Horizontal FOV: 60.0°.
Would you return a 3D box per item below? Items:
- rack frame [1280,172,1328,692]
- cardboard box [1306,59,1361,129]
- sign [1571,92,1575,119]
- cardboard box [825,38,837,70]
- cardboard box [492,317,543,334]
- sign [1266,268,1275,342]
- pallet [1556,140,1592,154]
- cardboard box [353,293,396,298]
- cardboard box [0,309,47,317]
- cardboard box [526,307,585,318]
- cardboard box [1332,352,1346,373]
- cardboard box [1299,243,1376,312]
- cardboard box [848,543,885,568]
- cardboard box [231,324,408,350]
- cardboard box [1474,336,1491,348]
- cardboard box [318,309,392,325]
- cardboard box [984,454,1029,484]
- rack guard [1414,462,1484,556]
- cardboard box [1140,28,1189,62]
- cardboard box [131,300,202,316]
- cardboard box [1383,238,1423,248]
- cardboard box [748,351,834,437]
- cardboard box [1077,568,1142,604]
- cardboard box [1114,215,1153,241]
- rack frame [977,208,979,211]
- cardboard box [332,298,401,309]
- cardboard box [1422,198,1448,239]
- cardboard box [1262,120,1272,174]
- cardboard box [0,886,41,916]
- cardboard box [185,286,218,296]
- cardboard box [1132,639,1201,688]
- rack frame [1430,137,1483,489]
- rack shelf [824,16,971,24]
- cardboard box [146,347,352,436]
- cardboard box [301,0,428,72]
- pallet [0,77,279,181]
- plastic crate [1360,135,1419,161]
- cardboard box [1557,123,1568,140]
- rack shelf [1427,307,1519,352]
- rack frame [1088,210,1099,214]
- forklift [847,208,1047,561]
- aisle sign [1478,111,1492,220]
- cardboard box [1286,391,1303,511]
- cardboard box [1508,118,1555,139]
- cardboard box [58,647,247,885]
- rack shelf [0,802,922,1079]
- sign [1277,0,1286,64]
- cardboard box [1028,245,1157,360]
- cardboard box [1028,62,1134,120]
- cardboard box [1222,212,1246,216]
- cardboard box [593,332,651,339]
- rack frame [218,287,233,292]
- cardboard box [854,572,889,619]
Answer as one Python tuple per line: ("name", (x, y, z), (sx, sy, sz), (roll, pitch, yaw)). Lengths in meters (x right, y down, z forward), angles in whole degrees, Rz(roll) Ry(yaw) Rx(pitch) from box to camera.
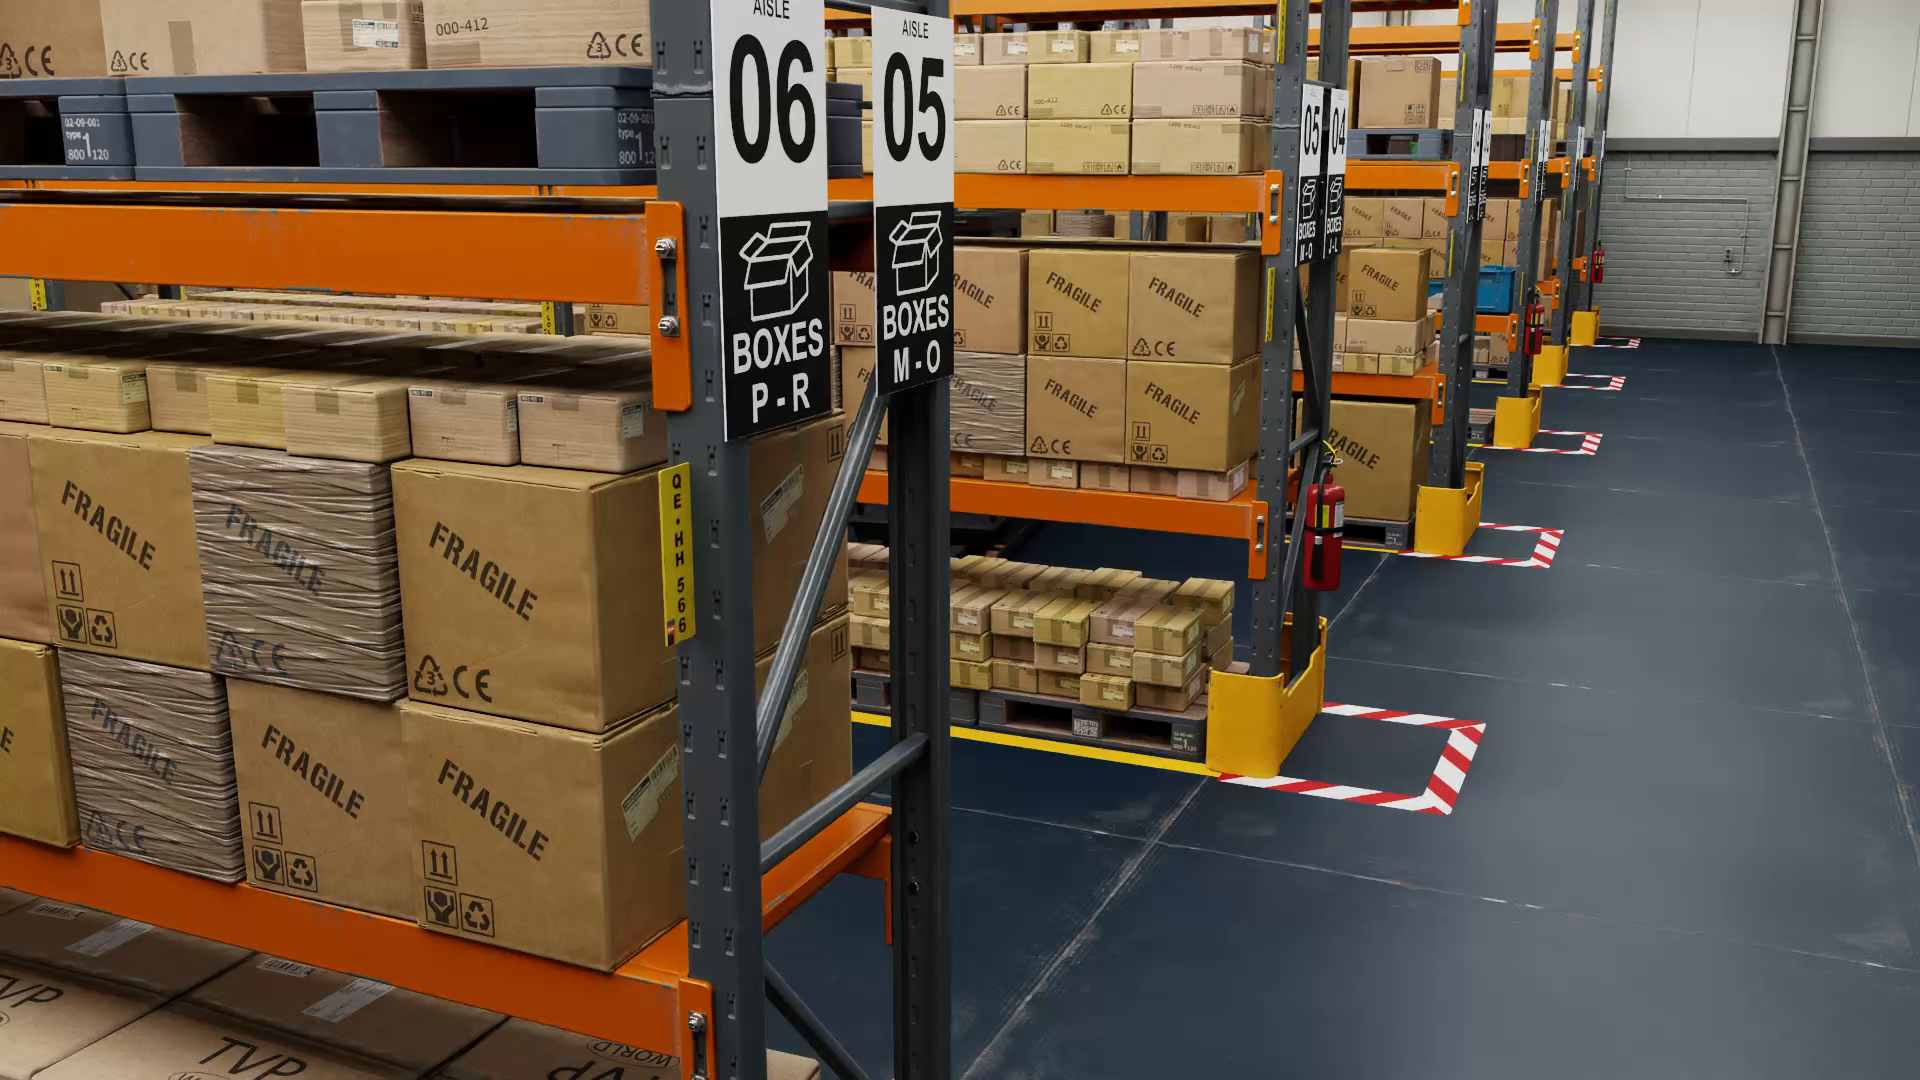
("rack frame", (1.635, -0.450, 8.108), (0.053, 2.616, 0.949), (6, 14, 23))
("cardboard box", (2.772, -3.353, 12.553), (0.500, 0.500, 0.700), (5, 14, 21))
("sign", (7.508, -5.322, 20.367), (0.005, 0.325, 0.100), (6, 14, 23))
("cardboard box", (-0.673, -2.435, 8.363), (0.250, 0.149, 0.380), (7, 15, 26))
("cardboard box", (-2.470, -1.188, 9.580), (0.250, 0.149, 0.380), (7, 15, 26))
("sign", (1.391, -1.053, 7.451), (0.005, 0.325, 0.100), (6, 14, 23))
("pallet", (9.071, -6.064, 25.658), (1.213, 0.211, 1.003), (6, 14, 23))
("cardboard box", (-5.614, -2.700, 16.551), (0.637, 0.503, 0.797), (7, 15, 29))
("cardboard box", (-2.866, -0.574, 4.807), (0.250, 0.149, 0.380), (6, 14, 23))
("cardboard box", (-2.455, -1.349, 10.264), (0.250, 0.149, 0.380), (6, 15, 25))
("cardboard box", (2.808, -1.365, 12.558), (0.250, 0.149, 0.380), (6, 14, 23))
("cardboard box", (2.948, -2.060, 13.005), (0.500, 0.500, 0.500), (5, 14, 22))
("cardboard box", (-0.622, 0.136, 9.630), (0.250, 0.149, 0.380), (5, 14, 21))
("cardboard box", (-1.672, -0.471, 4.371), (0.250, 0.149, 0.380), (6, 14, 24))
("cardboard box", (6.912, -2.576, 22.225), (0.500, 0.250, 0.500), (6, 14, 23))
("cardboard box", (-3.661, -1.309, 10.094), (0.250, 0.149, 0.380), (5, 14, 21))
("cardboard box", (0.302, -0.399, 8.438), (0.250, 0.149, 0.380), (5, 14, 21))
("rack guard", (3.757, -0.257, 12.756), (0.348, 0.500, 1.175), (6, 14, 23))
("cardboard box", (1.016, -2.283, 7.712), (0.250, 0.149, 0.380), (6, 14, 24))
("cardboard box", (-5.090, -1.454, 10.714), (0.250, 0.149, 0.380), (5, 14, 22))
("cardboard box", (5.841, -3.720, 21.821), (0.500, 0.500, 0.500), (6, 14, 22))
("cardboard box", (-0.491, -0.348, 3.846), (0.250, 0.149, 0.380), (6, 15, 24))
("cardboard box", (0.813, 0.274, 9.039), (0.250, 0.149, 0.380), (6, 14, 23))
("cardboard box", (2.453, -4.319, 23.456), (0.500, 0.500, 0.700), (2, 13, 9))
("rack frame", (0.437, -4.285, 24.451), (0.127, 3.000, 1.000), (6, 14, 23))
("cardboard box", (-3.866, -1.492, 10.875), (0.250, 0.149, 0.380), (7, 15, 26))
("cardboard box", (6.294, -4.158, 21.500), (0.500, 0.500, 0.500), (6, 15, 25))
("cardboard box", (1.327, -1.932, 8.184), (0.500, 0.250, 0.500), (6, 15, 25))
("cardboard box", (-3.406, 1.347, 5.138), (0.875, 0.438, 0.875), (6, 14, 22))
("cardboard box", (-7.623, -2.835, 17.399), (0.500, 0.500, 0.875), (6, 14, 23))
("cardboard box", (1.035, 0.600, 8.303), (0.250, 0.149, 0.380), (5, 14, 22))
("rack frame", (3.735, -1.476, 12.480), (0.127, 3.000, 1.000), (6, 14, 23))
("rack shelf", (1.268, -6.965, 20.687), (3.809, 1.986, 15.735), (6, 14, 23))
("cardboard box", (-1.624, -0.345, 3.830), (0.250, 0.149, 0.380), (6, 14, 23))
("cardboard box", (-1.143, -1.043, 3.477), (0.250, 0.149, 0.380), (5, 14, 19))
("pallet", (-2.081, -1.003, 4.090), (1.213, 0.211, 1.003), (6, 14, 23))
("plastic crate", (4.456, -4.140, 17.401), (0.767, 0.338, 0.504), (6, 14, 23))
("cardboard box", (8.977, -6.233, 25.375), (0.500, 0.250, 0.500), (6, 15, 25))
("rack shelf", (3.913, -2.346, 17.760), (4.000, 0.370, 1.077), (6, 14, 23))
("rack frame", (2.440, -5.320, 28.862), (0.127, 3.000, 1.000), (6, 14, 23))
("forklift", (-0.169, -1.289, 11.832), (1.130, 2.935, 3.031), (4, 14, 15))
("aisle sign", (3.922, -2.798, 12.422), (0.004, 0.787, 0.394), (6, 14, 23))
("cardboard box", (2.285, -0.773, 13.215), (0.875, 0.875, 0.875), (6, 14, 23))
("cardboard box", (7.178, -5.170, 20.890), (0.500, 0.250, 0.500), (6, 14, 23))
("cardboard box", (-1.754, 0.460, 4.008), (0.500, 0.500, 0.500), (6, 15, 25))
("rack shelf", (-2.108, 0.759, 4.530), (4.000, 0.370, 1.077), (6, 14, 23))
("sign", (1.391, -2.227, 7.175), (0.005, 0.325, 0.100), (6, 14, 23))
("cardboard box", (0.651, -1.167, 8.104), (0.500, 0.500, 0.500), (5, 14, 21))
("cardboard box", (0.641, -2.117, 7.878), (0.500, 0.250, 0.500), (5, 14, 22))
("cardboard box", (4.646, -5.237, 27.593), (0.500, 0.500, 0.500), (6, 14, 23))
("cardboard box", (-1.673, -0.915, 9.217), (0.500, 0.500, 0.500), (5, 14, 22))
("rack frame", (-7.237, -2.587, 17.212), (0.127, 3.000, 1.000), (6, 14, 23))
("cardboard box", (-0.374, 0.299, 8.933), (0.250, 0.149, 0.380), (6, 14, 24))
